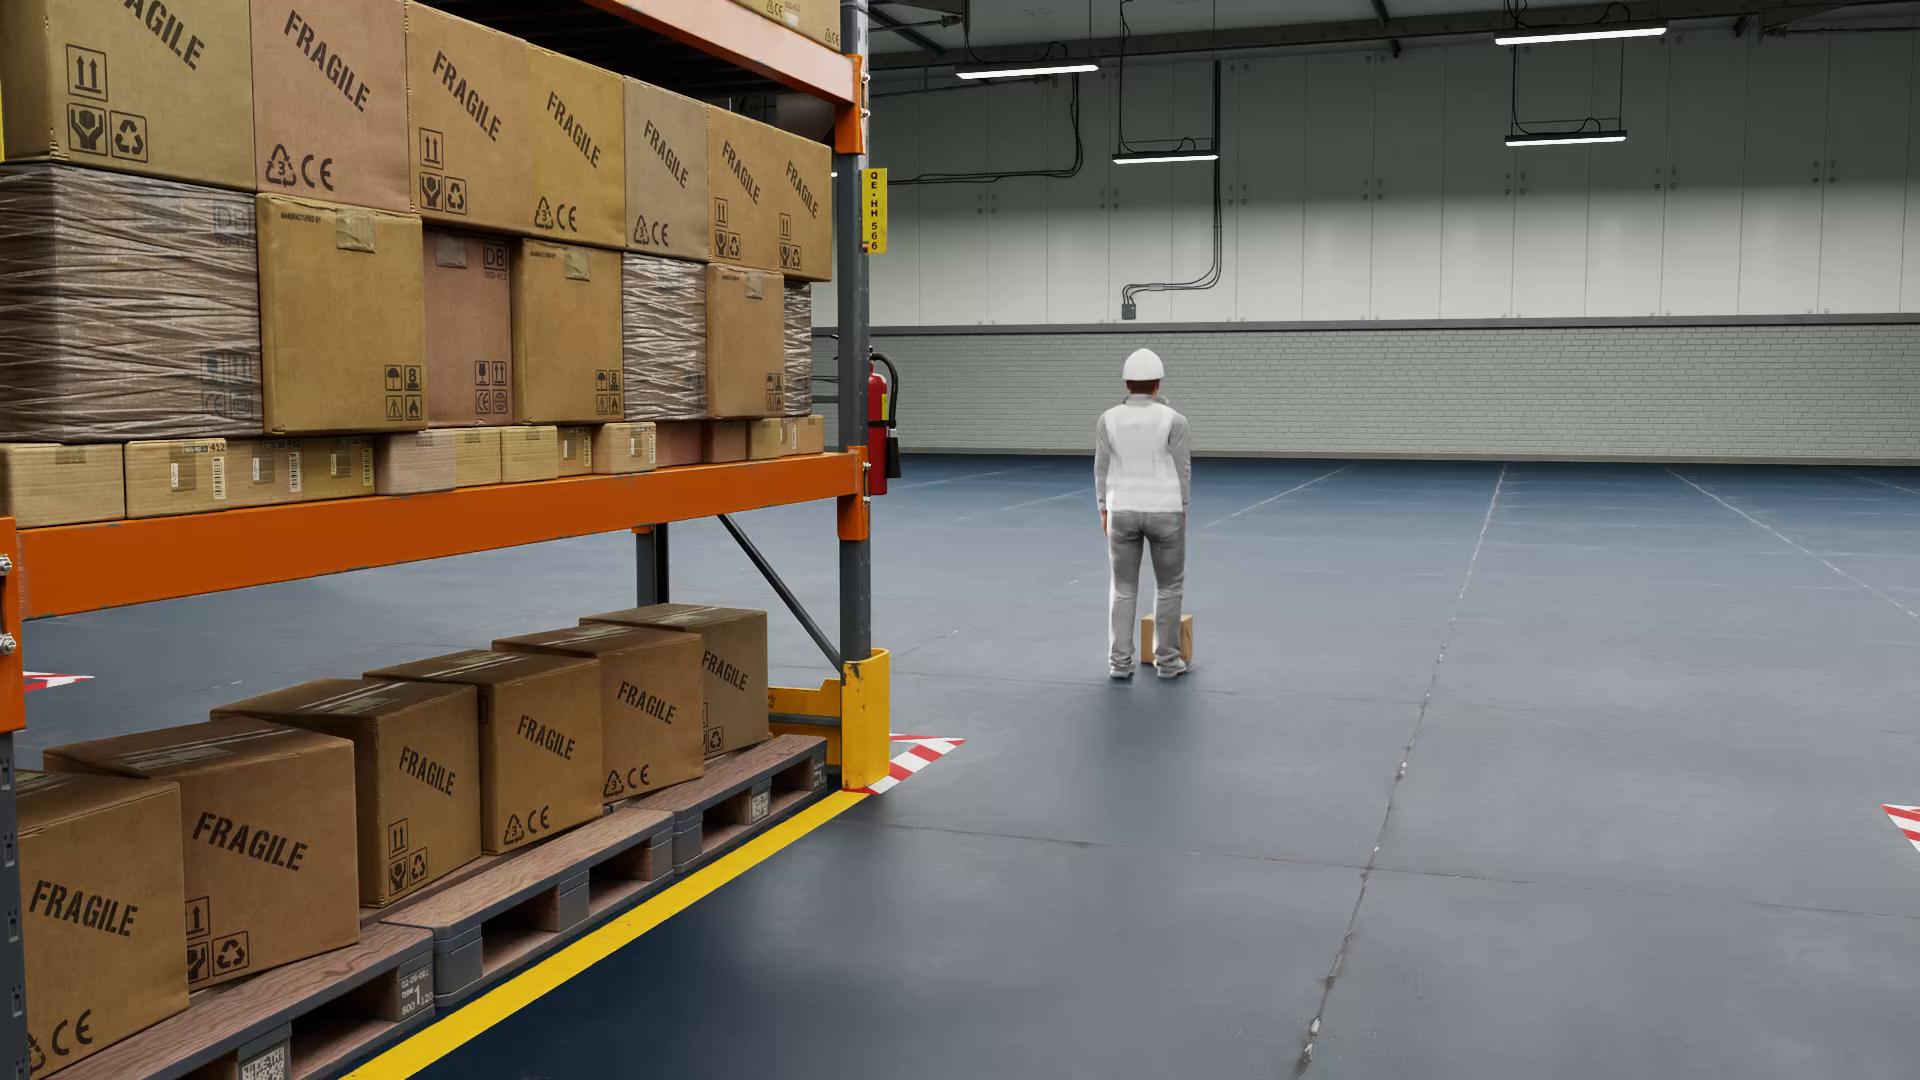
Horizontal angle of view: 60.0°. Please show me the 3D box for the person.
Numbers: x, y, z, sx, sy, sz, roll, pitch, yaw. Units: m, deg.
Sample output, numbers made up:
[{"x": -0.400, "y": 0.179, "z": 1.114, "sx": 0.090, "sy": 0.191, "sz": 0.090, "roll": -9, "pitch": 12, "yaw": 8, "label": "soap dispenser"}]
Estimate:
[{"x": 0.990, "y": -0.143, "z": 8.987, "sx": 0.532, "sy": 1.765, "sz": 0.375, "roll": 2, "pitch": 5, "yaw": 20, "label": "person"}]
